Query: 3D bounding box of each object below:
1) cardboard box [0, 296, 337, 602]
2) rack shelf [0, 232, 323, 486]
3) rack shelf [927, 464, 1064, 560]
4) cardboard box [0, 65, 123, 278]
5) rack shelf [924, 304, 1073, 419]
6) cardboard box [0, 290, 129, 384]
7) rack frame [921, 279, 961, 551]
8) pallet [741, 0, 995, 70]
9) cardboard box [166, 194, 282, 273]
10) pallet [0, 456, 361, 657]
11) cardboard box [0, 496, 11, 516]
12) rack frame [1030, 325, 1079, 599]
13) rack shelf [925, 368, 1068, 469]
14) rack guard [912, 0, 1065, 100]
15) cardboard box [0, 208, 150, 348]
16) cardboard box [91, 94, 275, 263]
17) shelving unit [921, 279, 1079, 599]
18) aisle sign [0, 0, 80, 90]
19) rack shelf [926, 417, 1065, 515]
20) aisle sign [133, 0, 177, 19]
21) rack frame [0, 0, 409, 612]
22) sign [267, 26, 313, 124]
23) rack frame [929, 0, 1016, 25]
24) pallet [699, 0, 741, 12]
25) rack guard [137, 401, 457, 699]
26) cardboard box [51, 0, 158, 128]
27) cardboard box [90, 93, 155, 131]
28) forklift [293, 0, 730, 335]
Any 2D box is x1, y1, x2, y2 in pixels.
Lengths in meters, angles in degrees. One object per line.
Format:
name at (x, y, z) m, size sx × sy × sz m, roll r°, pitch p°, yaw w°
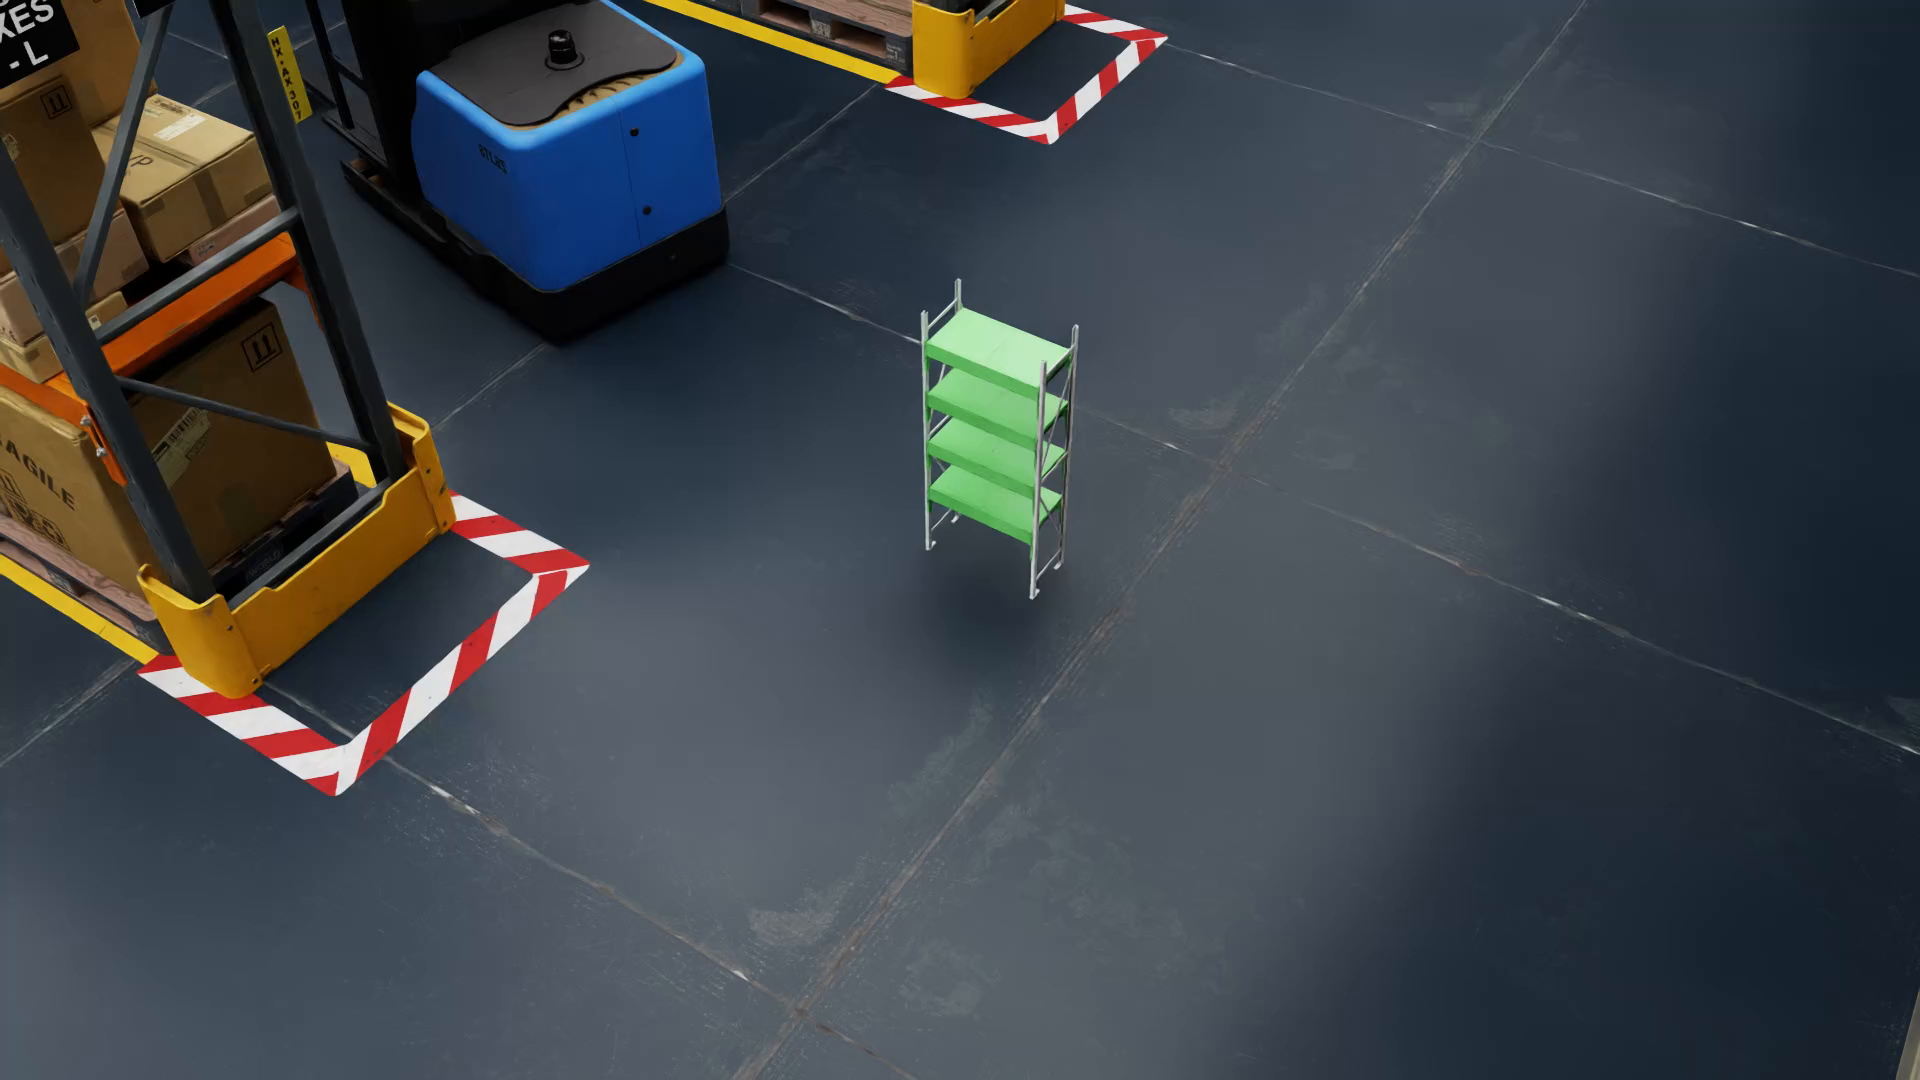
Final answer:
cardboard box at (-3.105, -0.470, 6.303) m, size 0.875 × 0.875 × 0.875 m, roll 25°, pitch 51°, yaw 22°
rack shelf at (-4.207, -1.388, 6.509) m, size 4.000 × 0.370 × 1.077 m, roll 25°, pitch 51°, yaw 22°
rack shelf at (0.139, -0.142, 6.475) m, size 0.480 × 0.148 × 0.258 m, roll 25°, pitch 51°, yaw 22°
cardboard box at (-3.076, -1.207, 5.205) m, size 0.500 × 0.500 × 0.500 m, roll 25°, pitch 51°, yaw 23°
rack shelf at (0.139, -0.644, 5.959) m, size 0.480 × 0.148 × 0.258 m, roll 25°, pitch 51°, yaw 22°
cardboard box at (-3.001, -0.716, 5.529) m, size 0.250 × 0.149 × 0.380 m, roll 26°, pitch 51°, yaw 23°
rack frame at (-0.066, -0.449, 6.349) m, size 0.015 × 1.200 × 0.240 m, roll 25°, pitch 51°, yaw 22°
pallet at (-0.523, -3.225, 9.737) m, size 1.213 × 0.211 × 1.003 m, roll 25°, pitch 51°, yaw 22°
cardboard box at (-2.644, -1.113, 5.915) m, size 0.250 × 0.149 × 0.380 m, roll 25°, pitch 51°, yaw 23°
pallet at (-3.239, -0.155, 6.753) m, size 1.213 × 0.211 × 1.003 m, roll 25°, pitch 51°, yaw 22°
cardboard box at (-3.871, -0.822, 6.646) m, size 0.875 × 0.875 × 0.875 m, roll 25°, pitch 51°, yaw 22°
rack frame at (0.345, -0.260, 6.166) m, size 0.015 × 1.200 × 0.240 m, roll 25°, pitch 51°, yaw 22°
rack shelf at (0.139, -0.477, 6.131) m, size 0.480 × 0.148 × 0.258 m, roll 25°, pitch 51°, yaw 22°
rack guard at (0.178, -2.982, 9.299) m, size 0.348 × 0.500 × 1.175 m, roll 25°, pitch 51°, yaw 22°
cardboard box at (-3.075, -0.943, 5.472) m, size 0.500 × 0.250 × 0.500 m, roll 24°, pitch 50°, yaw 22°
cardboard box at (-2.782, -1.264, 5.784) m, size 0.500 × 0.250 × 0.500 m, roll 23°, pitch 50°, yaw 21°
shelving unit at (0.139, -0.354, 6.257) m, size 0.503 × 1.200 × 0.258 m, roll 25°, pitch 51°, yaw 22°
aisle sign at (-2.625, -1.561, 4.363) m, size 0.004 × 0.787 × 0.394 m, roll 25°, pitch 51°, yaw 22°
rack shelf at (0.139, -0.310, 6.303) m, size 0.480 × 0.148 × 0.258 m, roll 25°, pitch 51°, yaw 22°
aisle sign at (-2.301, -1.923, 4.715) m, size 0.004 × 0.787 × 0.394 m, roll 25°, pitch 51°, yaw 22°
rack frame at (-2.524, -0.864, 5.498) m, size 0.127 × 3.000 × 1.000 m, roll 25°, pitch 51°, yaw 22°
sign at (-2.219, -1.526, 5.483) m, size 0.005 × 0.325 × 0.100 m, roll 25°, pitch 51°, yaw 22°
rack frame at (0.150, -3.854, 8.404) m, size 0.127 × 3.000 × 1.000 m, roll 25°, pitch 51°, yaw 22°
pallet at (-1.546, -3.698, 10.196) m, size 1.213 × 0.211 × 1.003 m, roll 25°, pitch 51°, yaw 22°
rack guard at (-2.503, 0.016, 6.386) m, size 0.348 × 0.500 × 1.175 m, roll 25°, pitch 51°, yaw 22°
cardboard box at (-3.203, -1.719, 5.703) m, size 0.500 × 0.500 × 0.500 m, roll 24°, pitch 50°, yaw 21°
cardboard box at (-3.223, -1.462, 5.976) m, size 0.500 × 0.250 × 0.500 m, roll 24°, pitch 51°, yaw 22°
forklift at (-2.484, -2.920, 7.544) m, size 1.130 × 2.935 × 3.031 m, roll -34°, pitch 55°, yaw -28°
